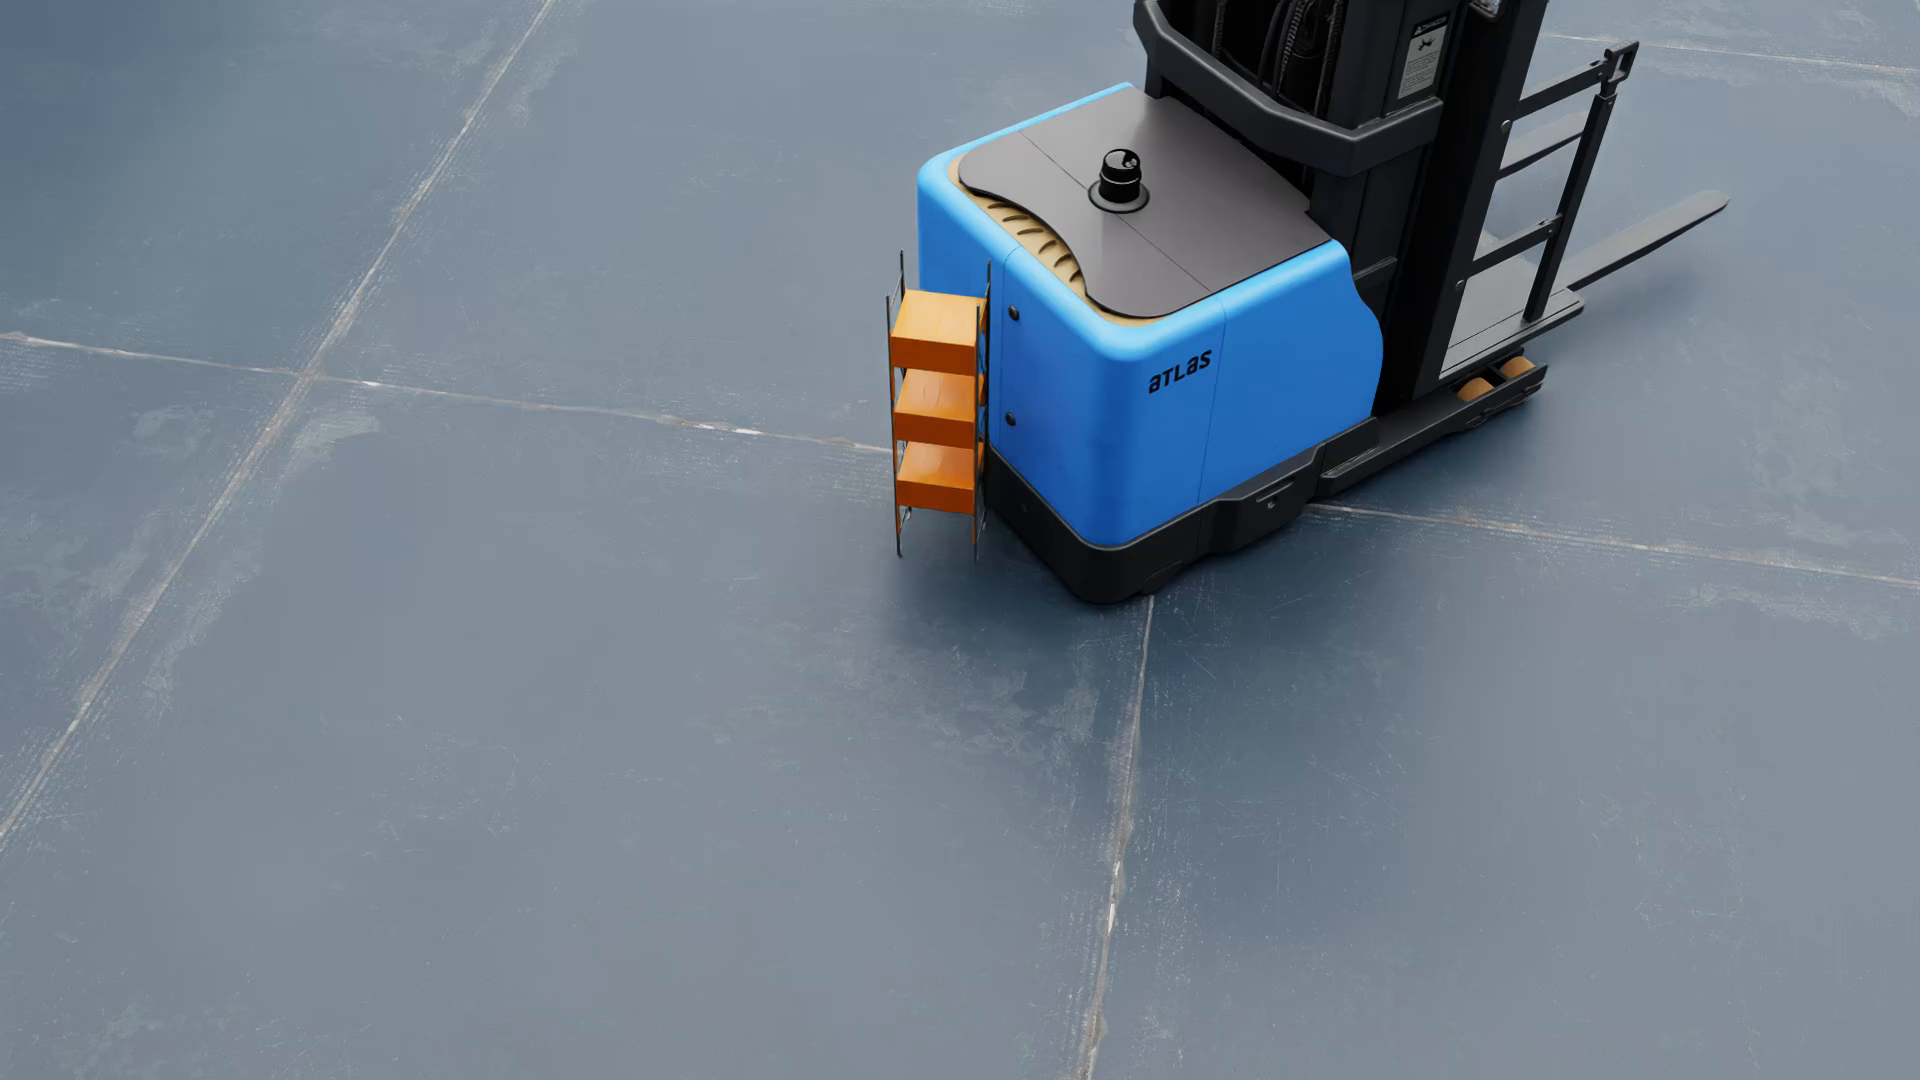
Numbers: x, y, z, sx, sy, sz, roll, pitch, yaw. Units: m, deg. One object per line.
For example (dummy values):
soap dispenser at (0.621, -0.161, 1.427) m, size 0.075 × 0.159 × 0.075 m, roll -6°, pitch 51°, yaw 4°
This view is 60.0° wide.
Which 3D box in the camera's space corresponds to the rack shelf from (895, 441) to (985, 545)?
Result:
rack shelf at (-0.056, -0.163, 5.079) m, size 0.240 × 0.259 × 0.215 m, roll 8°, pitch 49°, yaw 7°

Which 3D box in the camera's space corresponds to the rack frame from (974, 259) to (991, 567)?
rack frame at (0.064, -0.340, 4.850) m, size 0.008 × 1.050 × 0.200 m, roll 8°, pitch 49°, yaw 7°

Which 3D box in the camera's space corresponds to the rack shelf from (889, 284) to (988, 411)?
rack shelf at (-0.056, -0.539, 4.661) m, size 0.240 × 0.259 × 0.215 m, roll 8°, pitch 49°, yaw 7°

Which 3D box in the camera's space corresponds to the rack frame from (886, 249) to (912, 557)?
rack frame at (-0.176, -0.372, 4.879) m, size 0.008 × 1.050 × 0.200 m, roll 8°, pitch 49°, yaw 7°

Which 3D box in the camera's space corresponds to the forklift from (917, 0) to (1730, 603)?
forklift at (1.370, -1.660, 4.771) m, size 3.031 × 2.935 × 1.130 m, roll -26°, pitch 53°, yaw -22°

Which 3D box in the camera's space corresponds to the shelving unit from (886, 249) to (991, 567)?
shelving unit at (-0.056, -0.356, 4.864) m, size 0.252 × 1.050 × 0.215 m, roll 8°, pitch 49°, yaw 7°

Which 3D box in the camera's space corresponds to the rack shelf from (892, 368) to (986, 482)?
rack shelf at (-0.056, -0.349, 4.872) m, size 0.240 × 0.259 × 0.215 m, roll 8°, pitch 49°, yaw 7°
